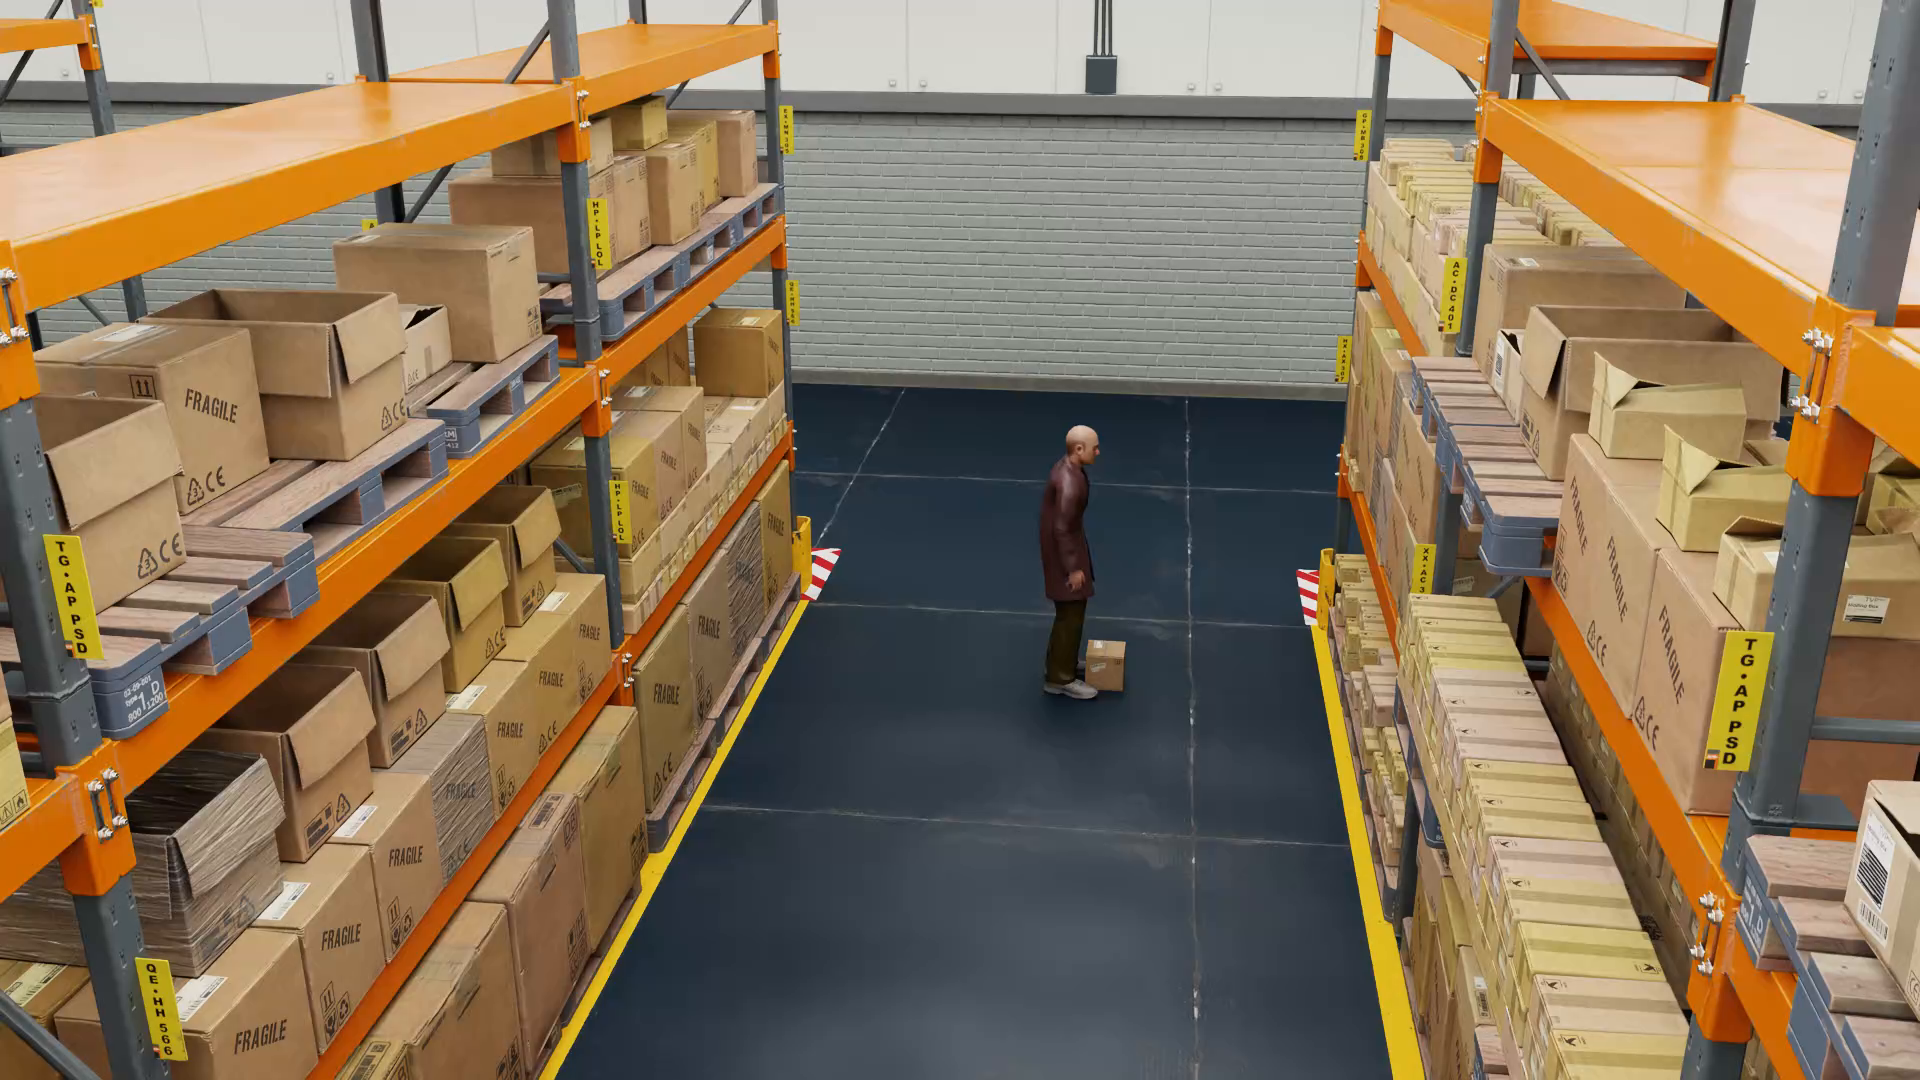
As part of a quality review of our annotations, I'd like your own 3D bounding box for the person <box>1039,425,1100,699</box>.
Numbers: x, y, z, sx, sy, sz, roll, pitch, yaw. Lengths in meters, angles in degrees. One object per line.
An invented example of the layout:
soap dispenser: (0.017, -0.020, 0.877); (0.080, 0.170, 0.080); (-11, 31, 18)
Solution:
person: (0.722, 0.115, 10.801); (0.423, 1.774, 0.643); (3, 21, 7)
